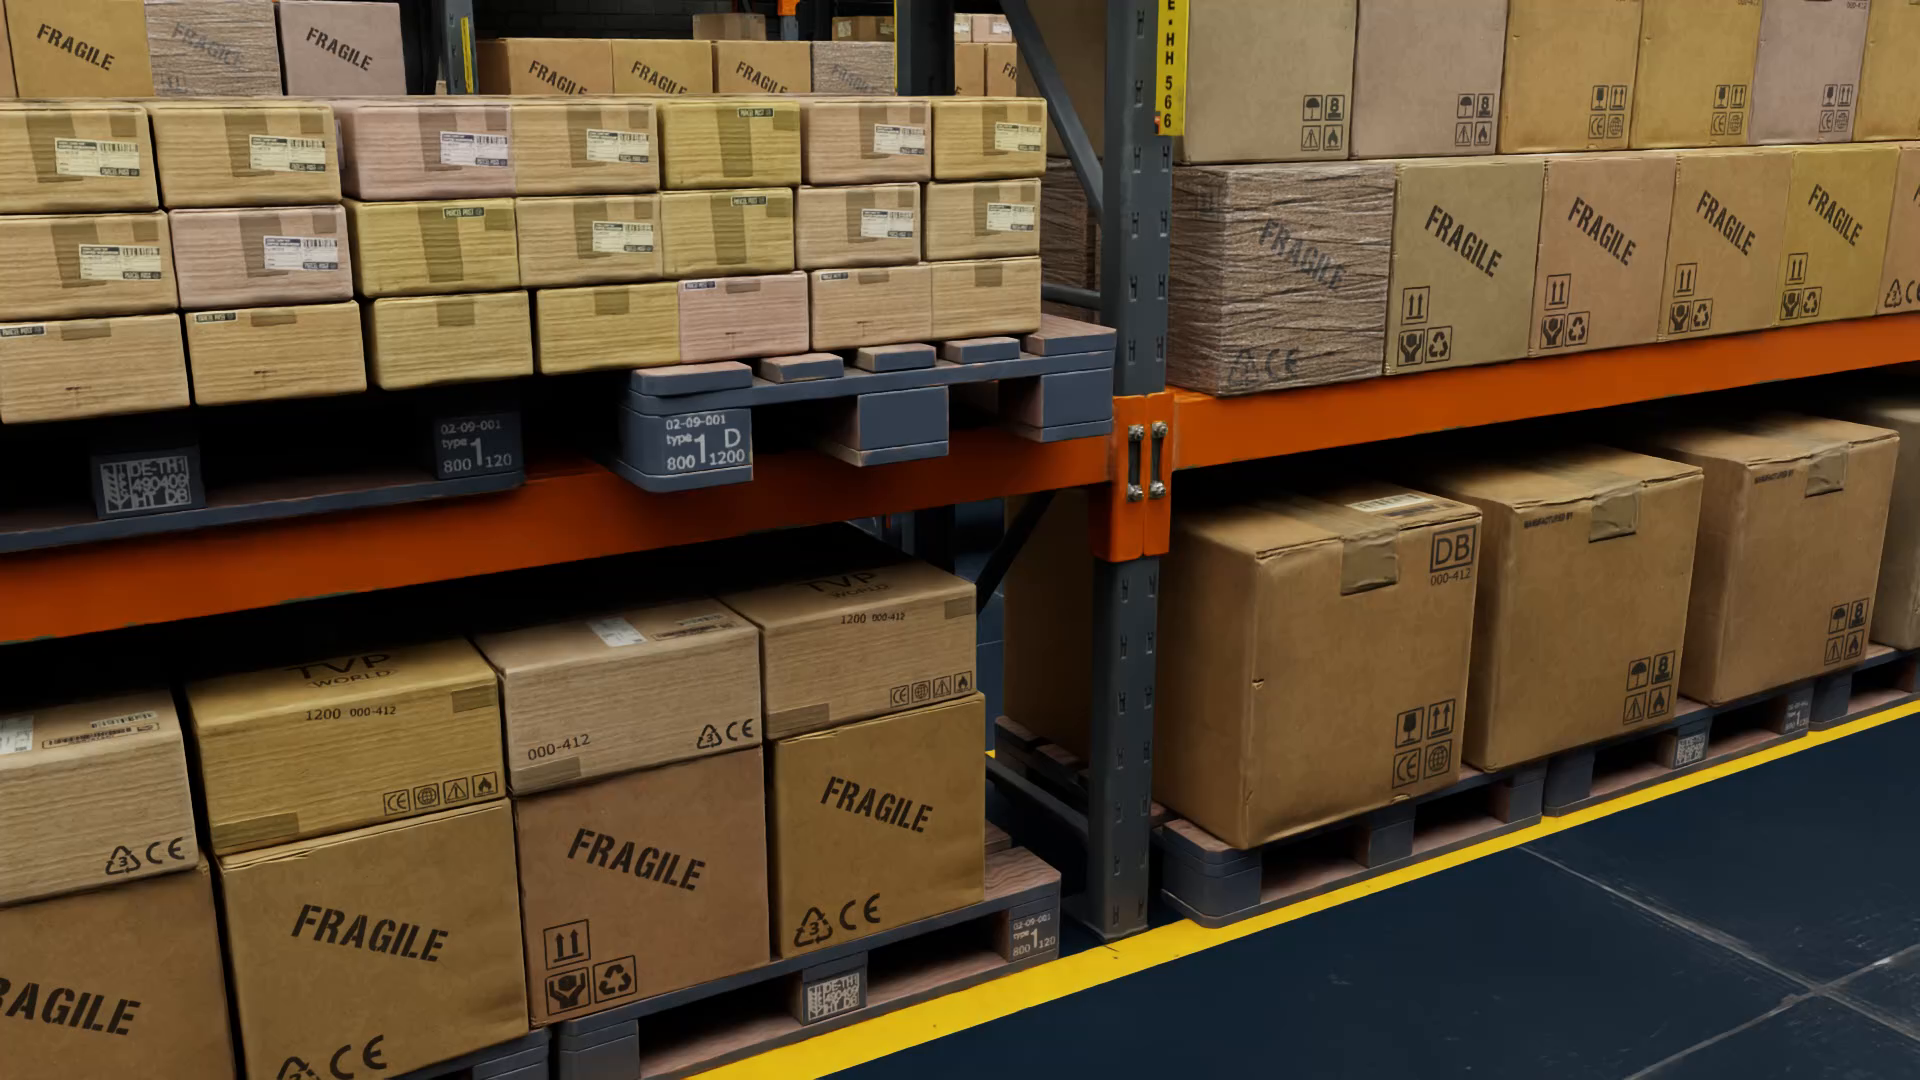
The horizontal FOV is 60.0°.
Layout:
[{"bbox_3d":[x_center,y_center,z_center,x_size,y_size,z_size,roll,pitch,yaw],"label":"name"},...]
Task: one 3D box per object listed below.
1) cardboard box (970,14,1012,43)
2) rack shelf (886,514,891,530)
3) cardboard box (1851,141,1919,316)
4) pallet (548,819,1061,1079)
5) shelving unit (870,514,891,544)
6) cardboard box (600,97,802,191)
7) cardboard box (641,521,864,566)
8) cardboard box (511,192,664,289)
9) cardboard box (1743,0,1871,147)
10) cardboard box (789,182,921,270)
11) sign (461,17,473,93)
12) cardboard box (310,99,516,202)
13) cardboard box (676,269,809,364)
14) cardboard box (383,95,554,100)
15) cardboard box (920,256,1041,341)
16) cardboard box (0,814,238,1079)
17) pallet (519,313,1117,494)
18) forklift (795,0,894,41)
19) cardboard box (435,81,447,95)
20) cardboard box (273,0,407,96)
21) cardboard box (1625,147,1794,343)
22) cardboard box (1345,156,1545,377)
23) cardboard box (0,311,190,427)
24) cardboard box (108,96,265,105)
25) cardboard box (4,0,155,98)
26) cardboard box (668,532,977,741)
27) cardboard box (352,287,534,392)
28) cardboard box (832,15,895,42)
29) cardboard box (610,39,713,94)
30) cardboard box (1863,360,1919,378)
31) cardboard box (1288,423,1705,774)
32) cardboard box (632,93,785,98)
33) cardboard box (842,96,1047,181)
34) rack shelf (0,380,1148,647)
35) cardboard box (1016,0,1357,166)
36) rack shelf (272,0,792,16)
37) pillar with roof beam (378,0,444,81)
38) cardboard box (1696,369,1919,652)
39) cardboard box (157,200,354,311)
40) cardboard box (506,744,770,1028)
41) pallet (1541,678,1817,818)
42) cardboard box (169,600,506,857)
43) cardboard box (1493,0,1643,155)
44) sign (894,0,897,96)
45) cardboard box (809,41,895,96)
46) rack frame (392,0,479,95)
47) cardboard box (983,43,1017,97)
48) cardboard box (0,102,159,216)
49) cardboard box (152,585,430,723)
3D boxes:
[{"bbox_3d":[0.075,-2.781,9.057,0.250,0.149,0.380,-10,18,-31],"label":"cardboard box"},{"bbox_3d":[-0.006,-0.305,7.321,1.000,0.278,0.538,-9,18,-30],"label":"rack shelf"},{"bbox_3d":[2.831,-1.003,5.244,0.500,0.500,0.500,-9,18,-30],"label":"cardboard box"},{"bbox_3d":[-0.525,0.848,3.994,1.213,0.211,1.003,-9,18,-30],"label":"pallet"},{"bbox_3d":[-0.006,-0.541,7.255,1.048,1.125,0.538,-9,18,-30],"label":"shelving unit"},{"bbox_3d":[-0.480,-0.726,3.027,0.250,0.149,0.380,-9,18,-28],"label":"cardboard box"},{"bbox_3d":[-0.570,0.077,4.042,0.500,0.250,0.500,-10,19,-32],"label":"cardboard box"},{"bbox_3d":[-0.710,-0.544,2.930,0.250,0.149,0.380,-9,18,-30],"label":"cardboard box"},{"bbox_3d":[2.278,-1.476,5.081,0.500,0.500,0.700,-9,18,-29],"label":"cardboard box"},{"bbox_3d":[-0.271,-0.616,3.187,0.250,0.149,0.380,-8,18,-28],"label":"cardboard box"},{"bbox_3d":[-2.202,-2.164,7.427,0.005,0.325,0.100,-9,18,-30],"label":"sign"},{"bbox_3d":[-0.916,-0.656,2.777,0.250,0.149,0.380,-9,18,-30],"label":"cardboard box"},{"bbox_3d":[-0.475,-0.440,3.108,0.250,0.149,0.380,-9,18,-29],"label":"cardboard box"},{"bbox_3d":[-1.019,-0.844,3.447,0.250,0.149,0.380,-10,19,-32],"label":"cardboard box"},{"bbox_3d":[-0.041,-0.509,3.357,0.250,0.149,0.380,-9,18,-29],"label":"cardboard box"},{"bbox_3d":[-1.619,0.763,2.983,0.500,0.500,0.500,-9,18,-29],"label":"cardboard box"},{"bbox_3d":[-0.411,-0.387,3.589,1.003,0.211,1.213,-9,18,-30],"label":"pallet"},{"bbox_3d":[-0.651,-2.930,12.431,1.130,2.935,3.031,-2,16,-6],"label":"forklift"},{"bbox_3d":[-3.972,-3.337,12.371,0.250,0.149,0.380,-9,18,-29],"label":"cardboard box"},{"bbox_3d":[-2.799,-2.132,7.419,0.500,0.500,0.500,-10,18,-31],"label":"cardboard box"},{"bbox_3d":[1.964,-0.861,4.740,0.500,0.500,0.500,-9,18,-30],"label":"cardboard box"},{"bbox_3d":[1.104,-0.723,4.245,0.500,0.500,0.500,-9,18,-30],"label":"cardboard box"},{"bbox_3d":[-1.375,-0.294,2.588,0.250,0.149,0.380,-10,19,-32],"label":"cardboard box"},{"bbox_3d":[-1.476,-0.768,3.179,0.250,0.149,0.380,-9,18,-28],"label":"cardboard box"},{"bbox_3d":[-3.664,-1.991,6.917,0.500,0.500,0.500,-9,18,-30],"label":"cardboard box"},{"bbox_3d":[-0.306,0.193,3.628,0.500,0.250,0.500,-10,18,-31],"label":"cardboard box"},{"bbox_3d":[-0.920,-0.368,2.852,0.250,0.149,0.380,-10,19,-32],"label":"cardboard box"},{"bbox_3d":[-0.525,-2.838,9.260,0.250,0.149,0.380,-8,18,-27],"label":"cardboard box"},{"bbox_3d":[-1.543,-2.211,8.226,0.500,0.500,0.500,-8,18,-27],"label":"cardboard box"},{"bbox_3d":[4.149,-0.410,6.472,0.875,0.875,0.875,-9,18,-29],"label":"cardboard box"},{"bbox_3d":[1.461,0.092,4.915,0.750,0.750,1.050,-9,18,-29],"label":"cardboard box"},{"bbox_3d":[-0.579,-0.913,3.696,0.250,0.149,0.380,-10,18,-31],"label":"cardboard box"},{"bbox_3d":[-0.039,-0.797,3.280,0.250,0.149,0.380,-10,19,-32],"label":"cardboard box"},{"bbox_3d":[-1.569,0.021,3.109,4.000,0.370,1.077,-9,18,-30],"label":"rack shelf"},{"bbox_3d":[0.535,-1.193,4.070,0.500,0.500,0.700,-9,18,-30],"label":"cardboard box"},{"bbox_3d":[-3.336,-4.258,12.819,4.000,0.370,1.077,-9,18,-30],"label":"rack shelf"},{"bbox_3d":[-2.180,-5.165,9.162,0.400,9.000,9.100,-9,18,-30],"label":"pillar with roof beam"},{"bbox_3d":[3.088,-0.171,5.853,0.750,0.750,1.050,-9,18,-30],"label":"cardboard box"},{"bbox_3d":[-1.148,-0.474,2.679,0.250,0.149,0.380,-9,18,-28],"label":"cardboard box"},{"bbox_3d":[-0.731,0.622,3.488,0.500,0.500,0.500,-8,18,-27],"label":"cardboard box"},{"bbox_3d":[1.905,0.479,5.310,1.213,0.211,1.003,-9,18,-30],"label":"pallet"},{"bbox_3d":[-1.177,0.333,3.130,0.500,0.250,0.500,-9,18,-28],"label":"cardboard box"},{"bbox_3d":[1.407,-1.335,4.578,0.500,0.500,0.700,-10,18,-31],"label":"cardboard box"},{"bbox_3d":[-0.143,-1.289,4.304,0.005,0.325,0.100,-9,18,-30],"label":"sign"},{"bbox_3d":[-0.658,-2.354,8.736,0.500,0.500,0.500,-10,19,-32],"label":"cardboard box"},{"bbox_3d":[-2.490,-1.734,8.040,0.127,3.000,1.000,-9,18,-30],"label":"rack frame"},{"bbox_3d":[0.236,-2.497,9.247,0.500,0.500,0.500,-9,18,-29],"label":"cardboard box"},{"bbox_3d":[-1.372,-0.581,2.512,0.250,0.149,0.380,-9,18,-28],"label":"cardboard box"},{"bbox_3d":[-1.436,0.213,3.555,0.500,0.250,0.500,-9,18,-29],"label":"cardboard box"}]
